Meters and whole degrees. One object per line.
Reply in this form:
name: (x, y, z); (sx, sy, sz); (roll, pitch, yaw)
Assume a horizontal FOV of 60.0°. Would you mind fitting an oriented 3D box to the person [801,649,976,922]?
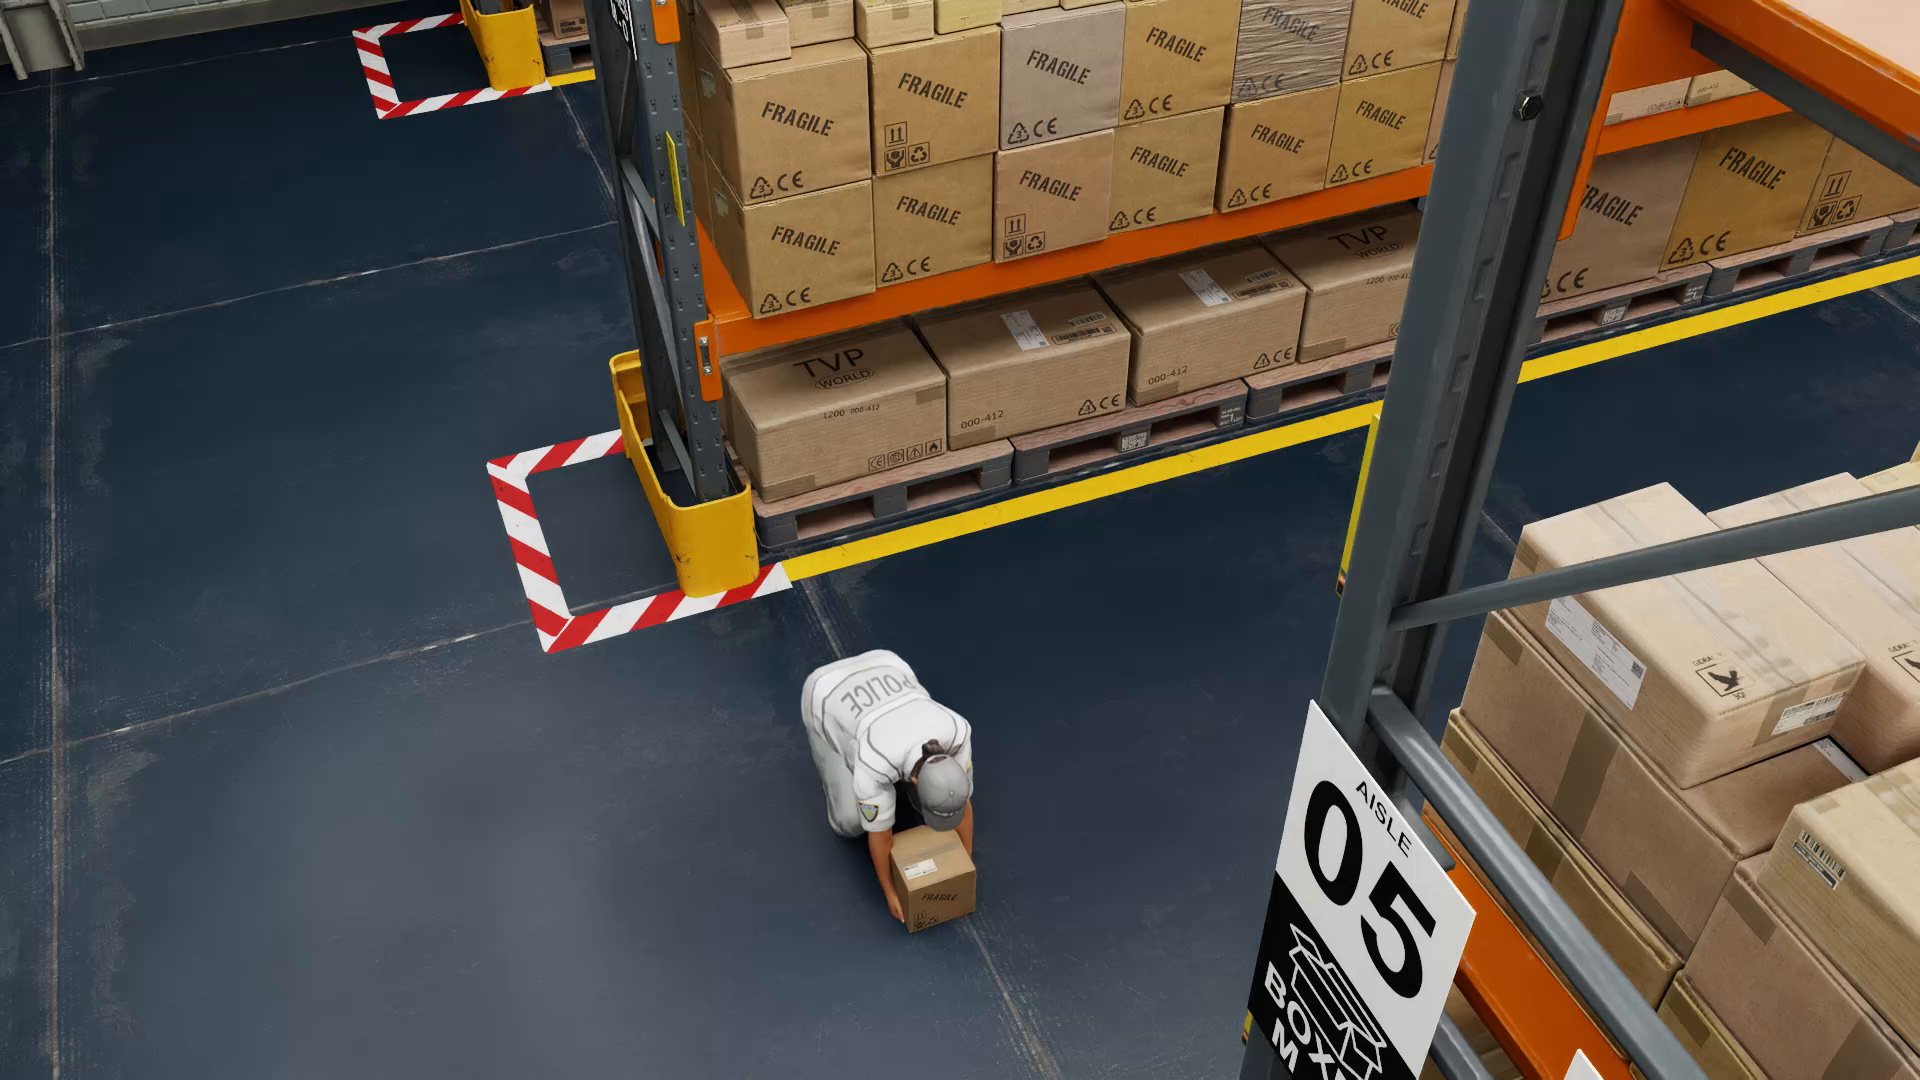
person: (-0.237, 0.828, 5.976); (0.522, 0.795, 0.910); (-16, 44, -17)
